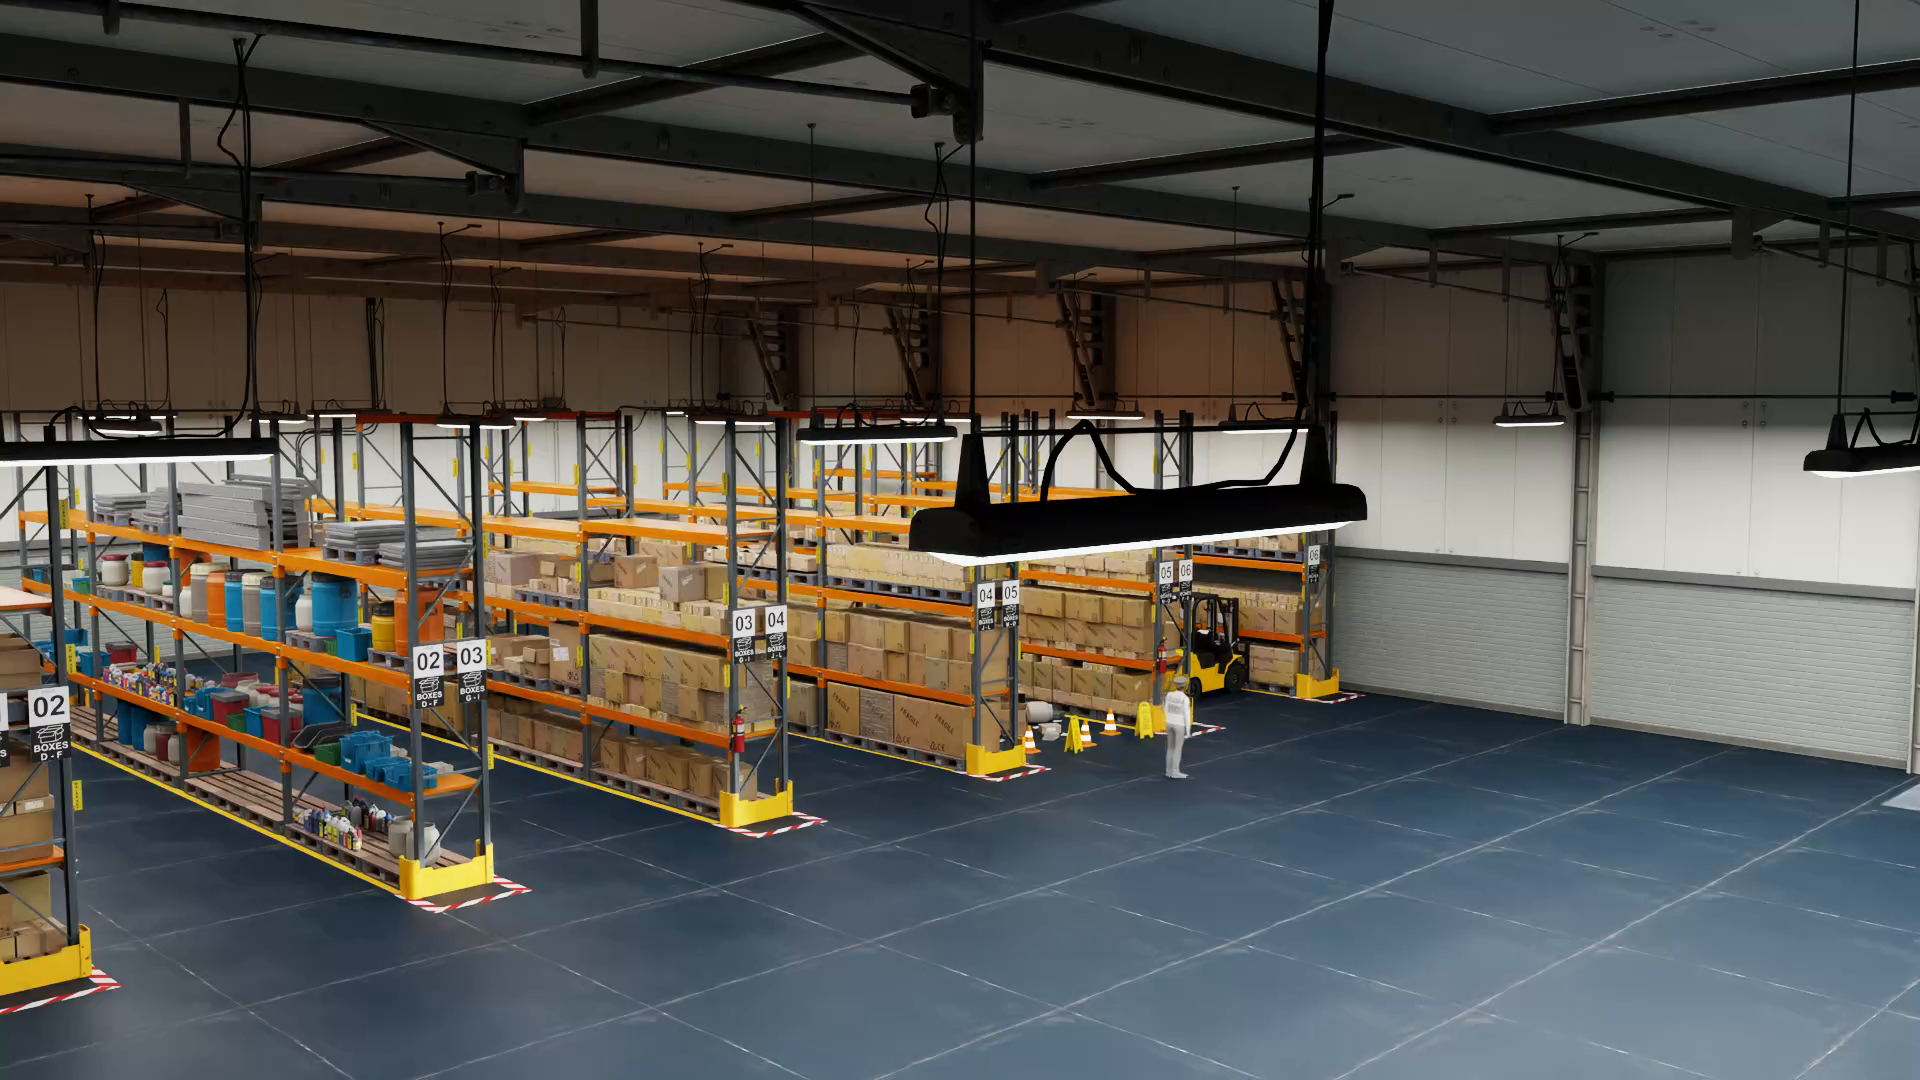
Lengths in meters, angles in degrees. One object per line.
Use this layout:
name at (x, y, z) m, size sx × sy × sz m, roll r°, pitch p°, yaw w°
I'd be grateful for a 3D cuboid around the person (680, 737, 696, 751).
person at (-4.697, 2.914, 29.210) m, size 0.566 × 1.833 × 0.629 m, roll -2°, pitch 5°, yaw -18°

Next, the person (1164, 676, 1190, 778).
person at (3.596, 3.103, 27.535) m, size 0.514 × 1.684 × 0.346 m, roll 5°, pitch 7°, yaw 44°
